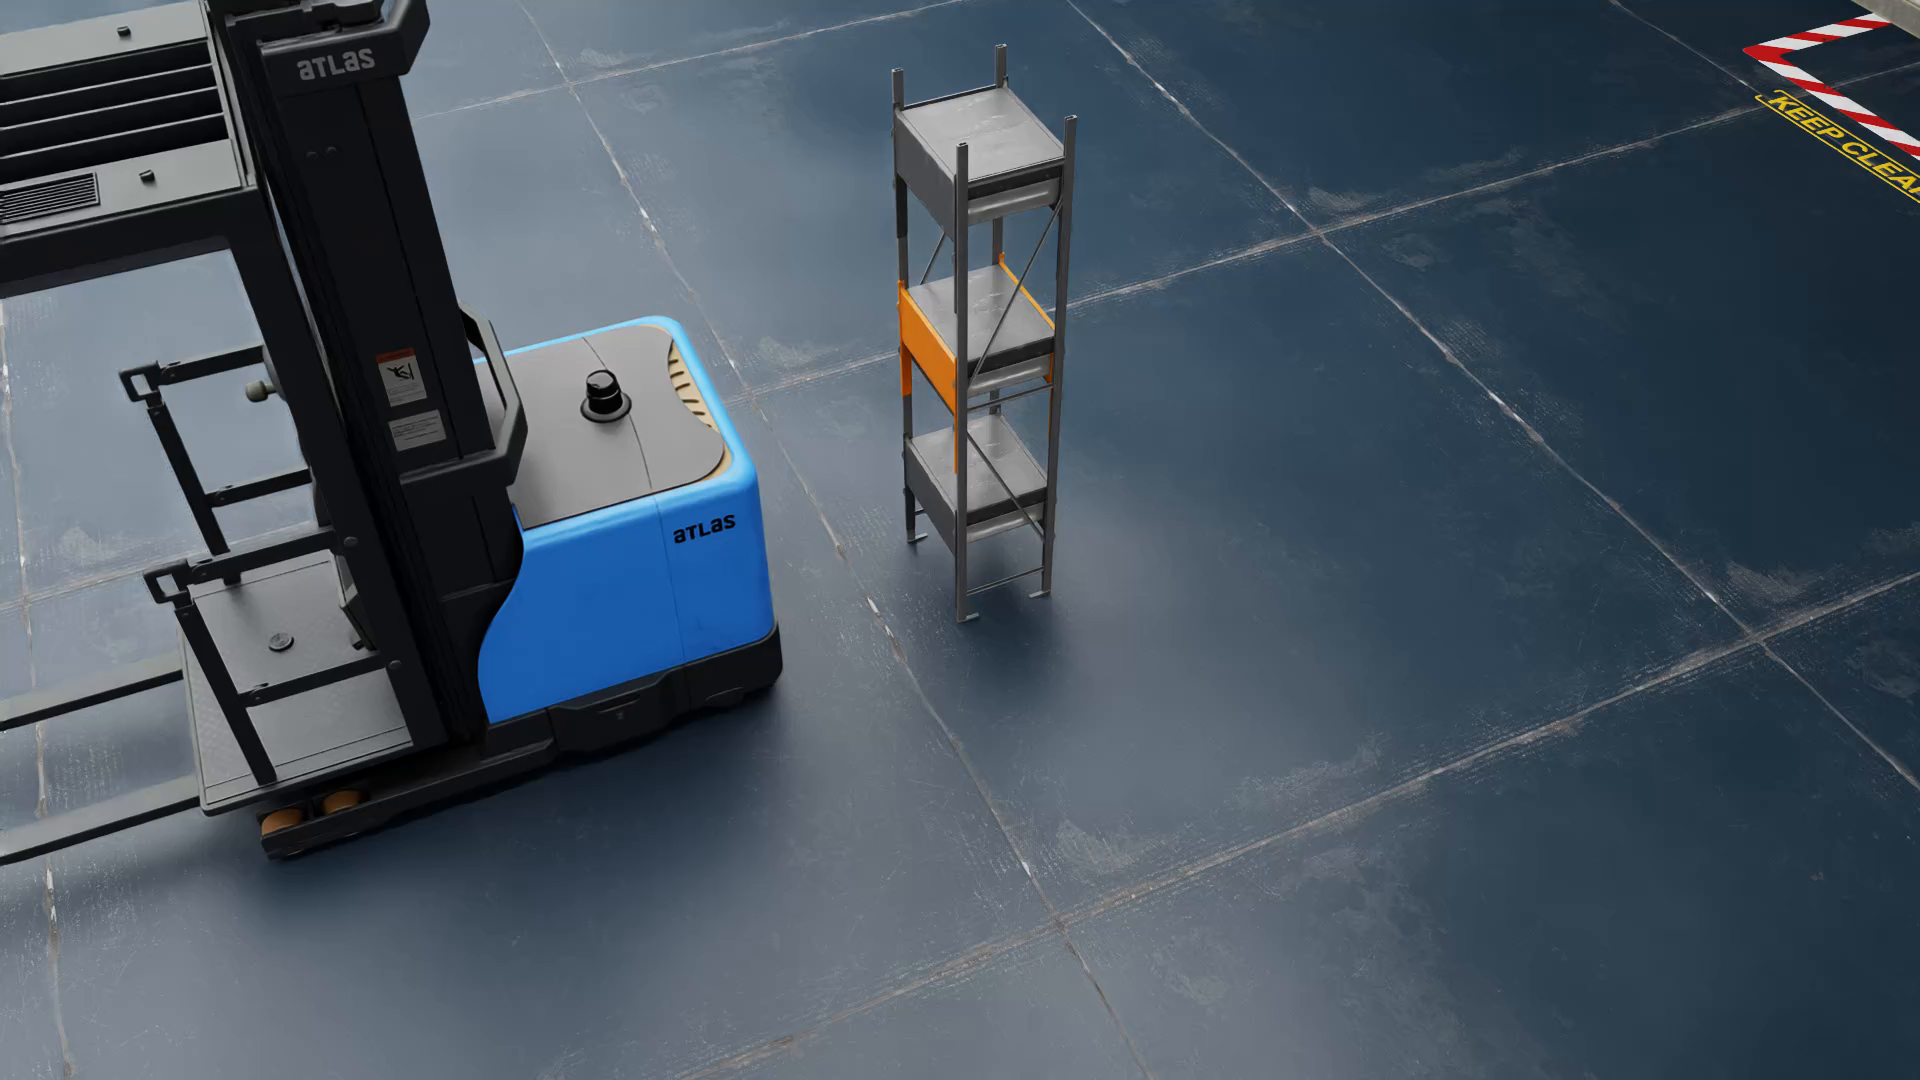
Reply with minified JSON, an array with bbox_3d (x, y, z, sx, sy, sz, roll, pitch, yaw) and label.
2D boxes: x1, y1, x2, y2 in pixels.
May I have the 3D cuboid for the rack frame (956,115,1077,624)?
[{"bbox_3d":[0.172,-0.486,5.748,0.400,2.100,0.015,-18,47,-17],"label":"rack frame"}]

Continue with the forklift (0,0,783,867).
[{"bbox_3d":[-2.221,-0.395,5.063,3.031,2.935,1.130,-17,47,-17],"label":"forklift"}]

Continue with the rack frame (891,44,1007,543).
[{"bbox_3d":[-0.033,-0.797,6.063,0.400,2.100,0.015,-18,47,-17],"label":"rack frame"}]

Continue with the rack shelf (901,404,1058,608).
[{"bbox_3d":[0.070,-0.134,6.407,0.431,0.518,0.480,-18,47,-17],"label":"rack shelf"}]

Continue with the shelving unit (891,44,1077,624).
[{"bbox_3d":[0.070,-0.642,5.906,0.431,2.100,0.503,-18,47,-17],"label":"shelving unit"}]

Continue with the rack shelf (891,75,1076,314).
[{"bbox_3d":[0.070,-1.130,5.424,0.431,0.518,0.480,-18,47,-17],"label":"rack shelf"}]

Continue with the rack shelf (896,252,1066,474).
[{"bbox_3d":[0.070,-0.632,5.915,0.431,0.518,0.480,-18,47,-17],"label":"rack shelf"}]
